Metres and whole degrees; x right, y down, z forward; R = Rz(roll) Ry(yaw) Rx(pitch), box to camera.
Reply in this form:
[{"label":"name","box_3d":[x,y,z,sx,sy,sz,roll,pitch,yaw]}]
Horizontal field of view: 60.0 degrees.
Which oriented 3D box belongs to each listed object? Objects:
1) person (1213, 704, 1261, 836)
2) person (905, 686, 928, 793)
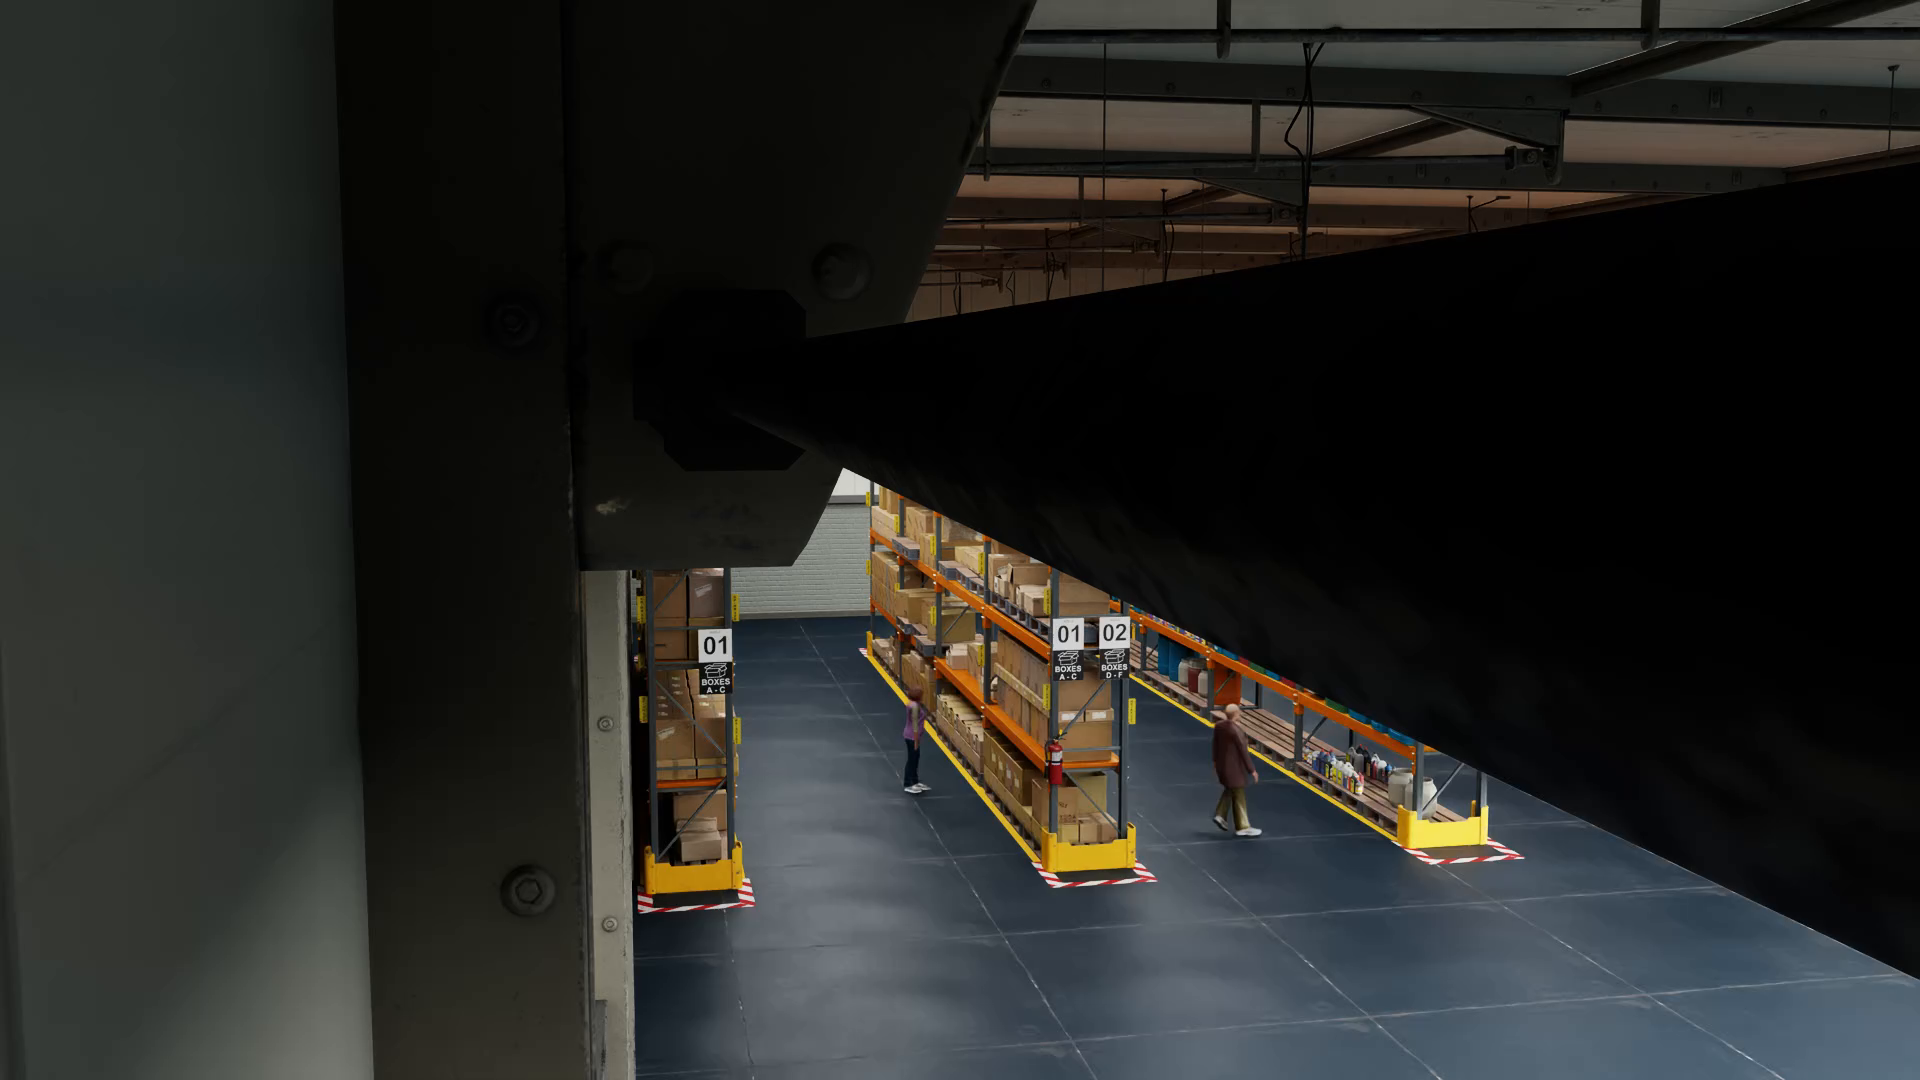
[{"label":"person","box_3d":[3.712,3.095,22.523,0.588,1.788,0.707,-3,7,-27]},{"label":"person","box_3d":[-0.648,2.954,24.712,0.350,1.605,0.424,0,6,-4]}]
